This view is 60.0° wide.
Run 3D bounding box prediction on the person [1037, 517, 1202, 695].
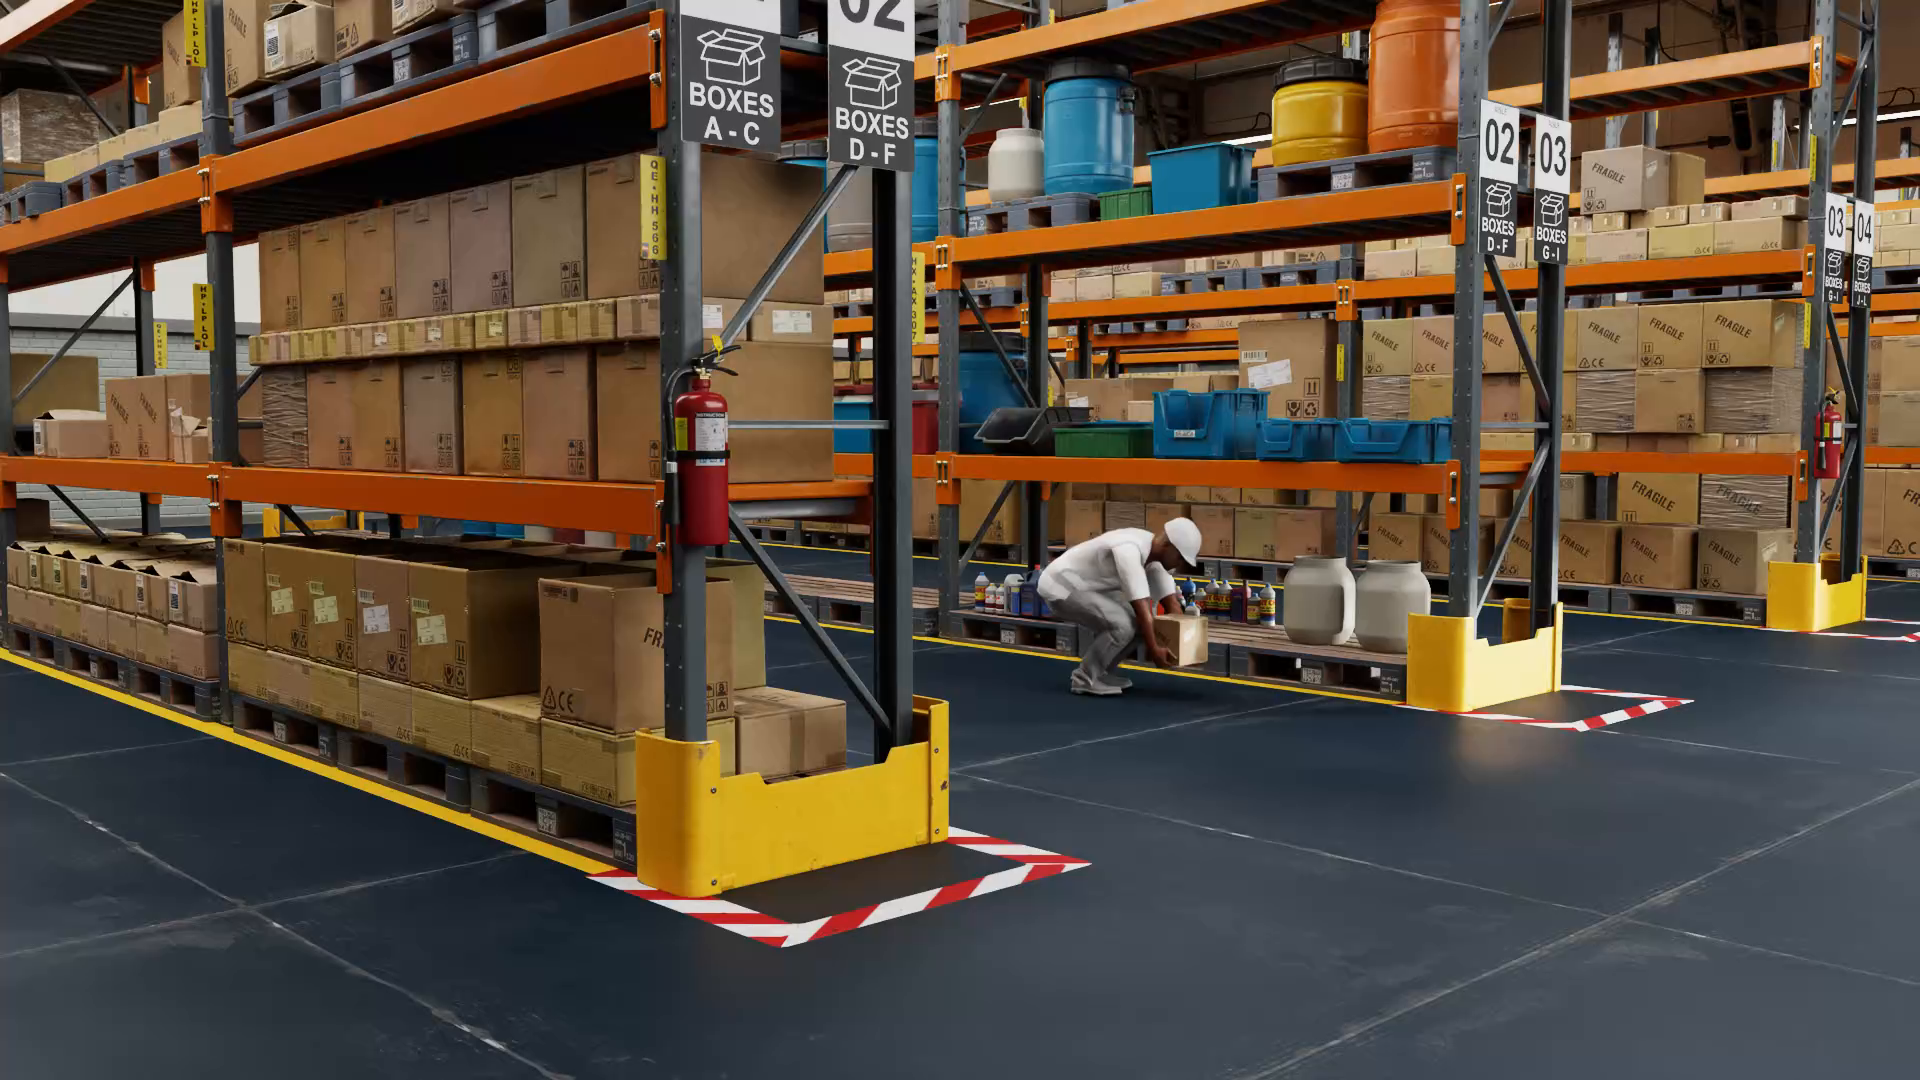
[{"bbox_3d":[0.922,0.368,9.371,0.954,1.004,0.530,2,4,25],"label":"person"}]
